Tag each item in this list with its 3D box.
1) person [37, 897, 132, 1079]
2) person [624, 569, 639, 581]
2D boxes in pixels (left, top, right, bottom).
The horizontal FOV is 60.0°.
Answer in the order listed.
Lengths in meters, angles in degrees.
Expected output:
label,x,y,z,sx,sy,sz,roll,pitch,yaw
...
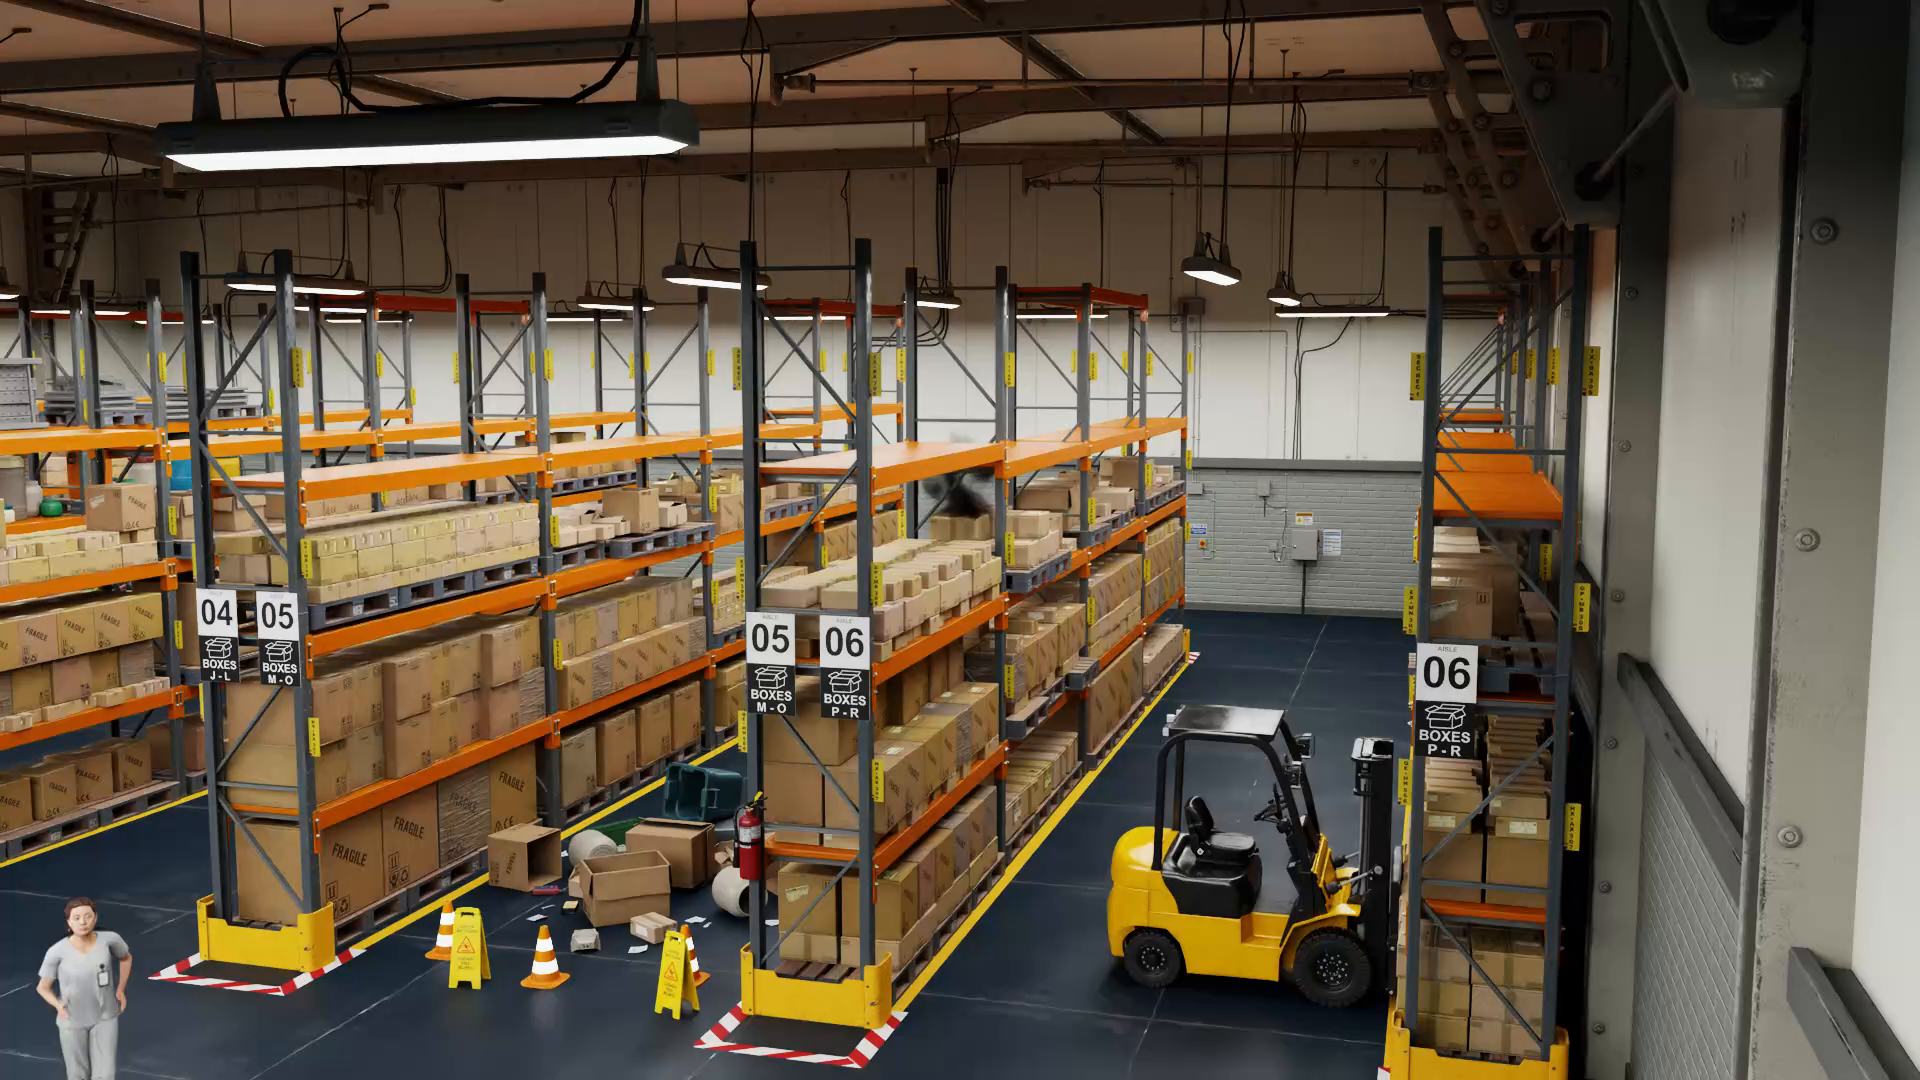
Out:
label,x,y,z,sx,sy,sz,roll,pitch,yaw
person,-5.698,3.138,10.876,0.569,1.658,0.868,-4,8,-32
person,-5.320,1.215,27.411,0.660,1.765,0.844,1,6,6
